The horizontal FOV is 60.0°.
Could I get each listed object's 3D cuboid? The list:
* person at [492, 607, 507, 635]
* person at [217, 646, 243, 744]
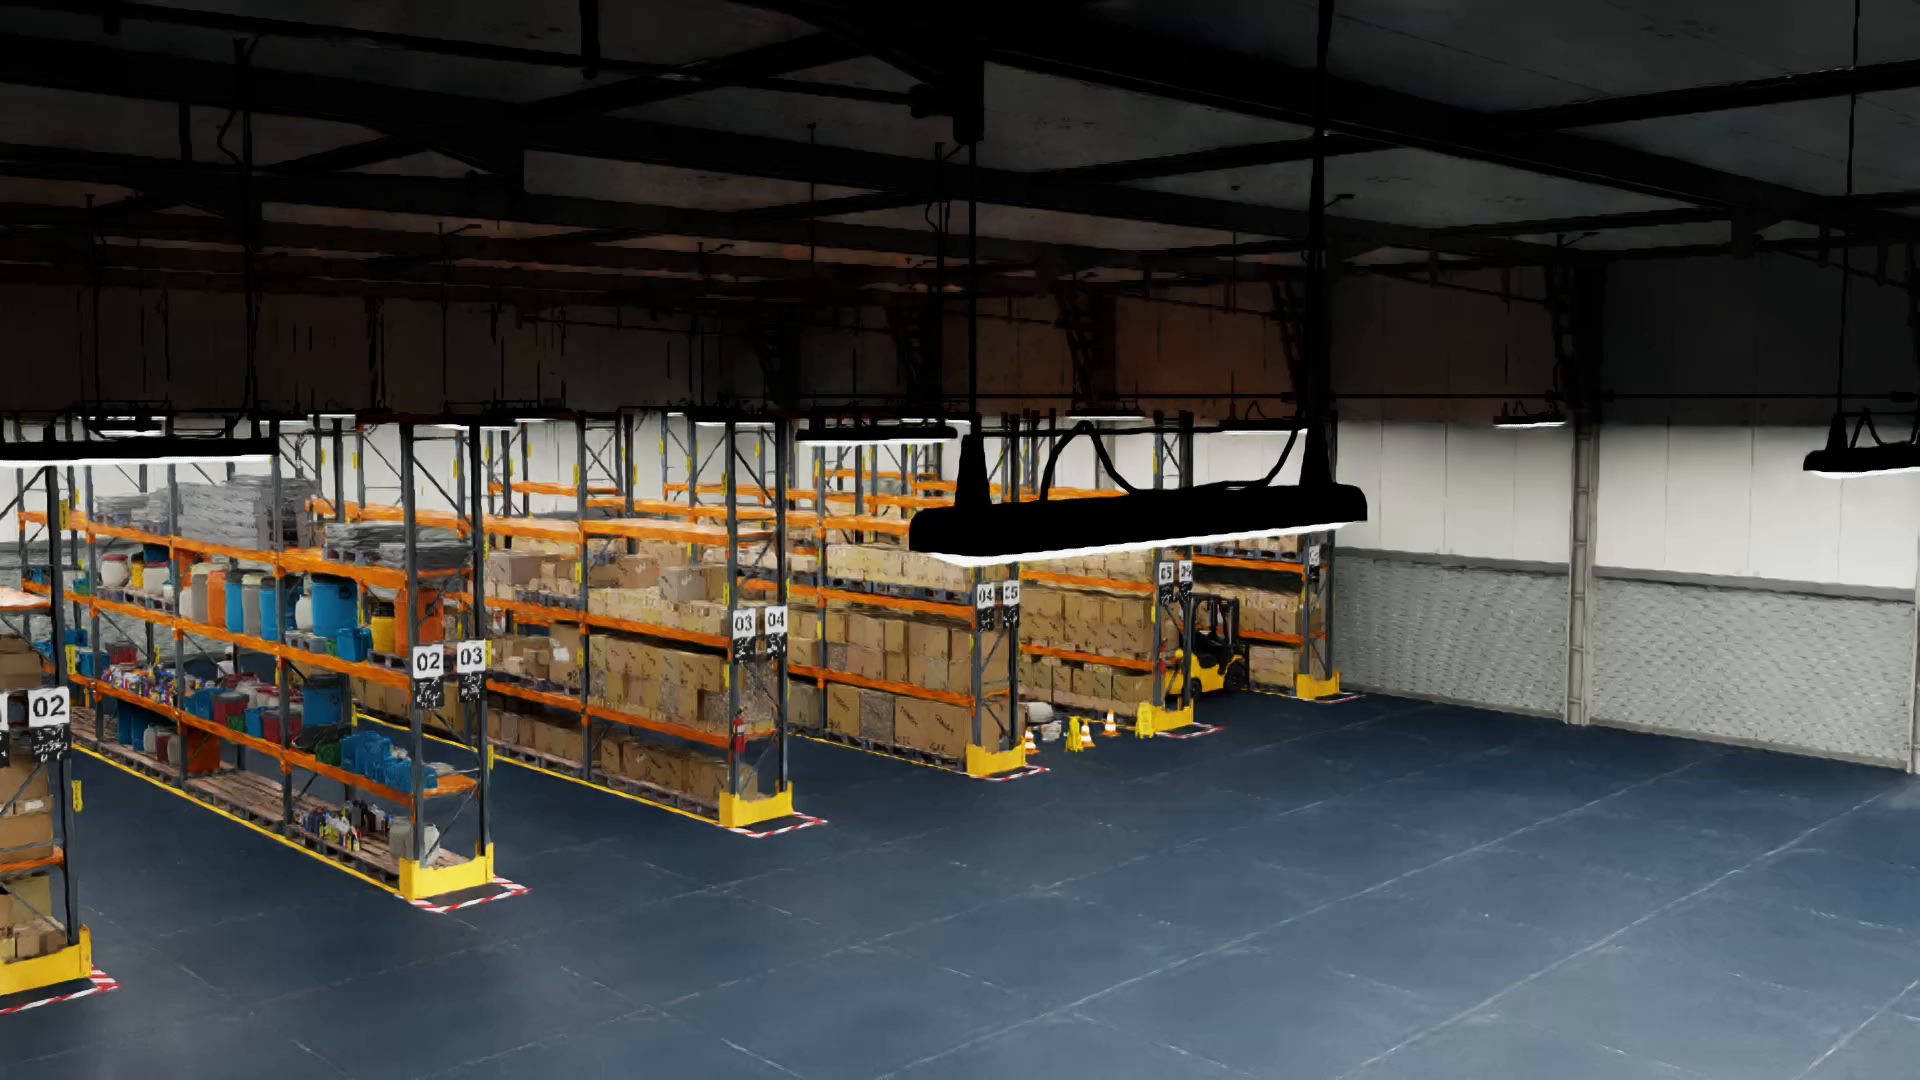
[{"bbox_3d":[-10.262,2.283,36.743,0.546,1.740,0.665,5,7,43],"label":"person"},{"bbox_3d":[-13.236,2.800,30.300,0.640,1.770,0.468,3,6,29],"label":"person"}]
